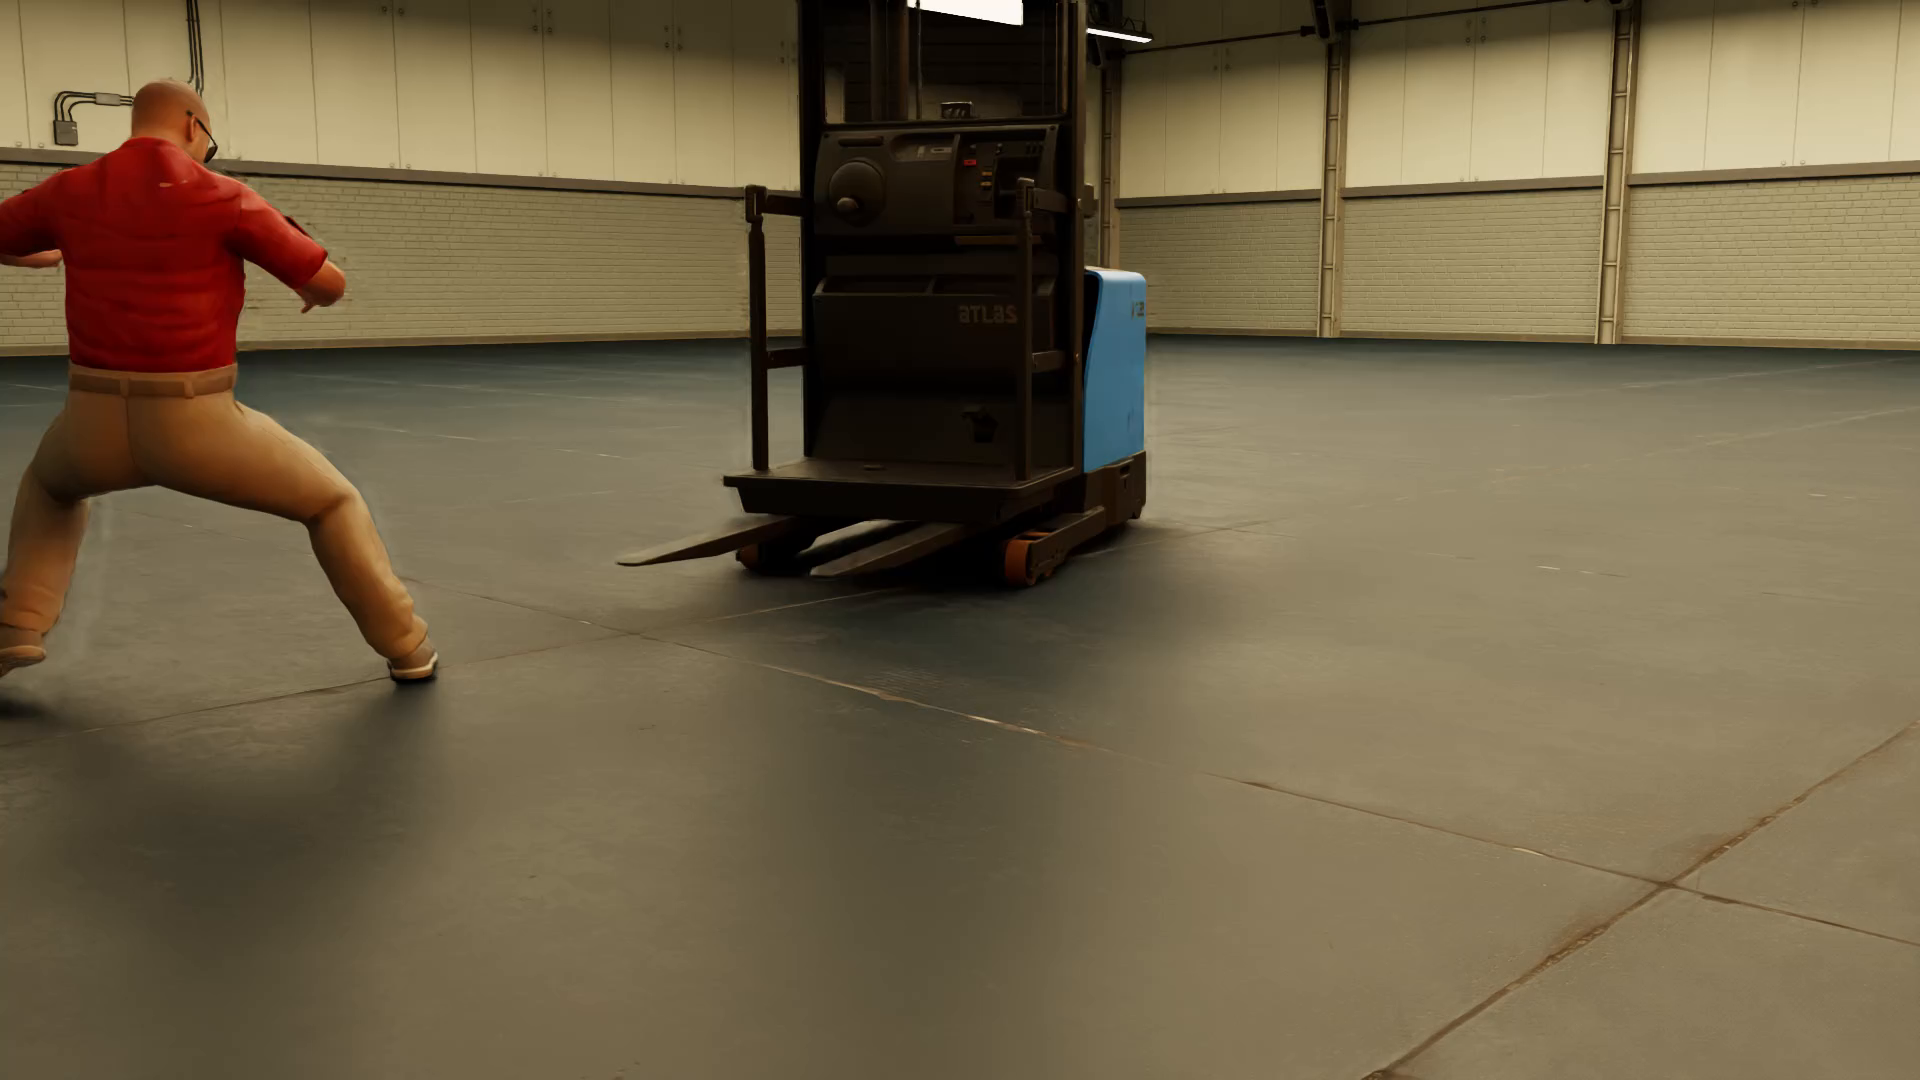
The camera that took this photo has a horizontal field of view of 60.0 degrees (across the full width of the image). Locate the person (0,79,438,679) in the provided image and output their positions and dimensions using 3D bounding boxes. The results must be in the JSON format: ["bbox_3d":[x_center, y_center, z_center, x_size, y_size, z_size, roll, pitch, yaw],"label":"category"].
[{"bbox_3d":[-1.968,-0.378,4.189,1.193,1.496,0.680,0,9,2],"label":"person"}]

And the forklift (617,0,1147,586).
[{"bbox_3d":[-0.163,-1.358,5.892,1.130,2.935,3.031,3,9,19],"label":"forklift"}]
